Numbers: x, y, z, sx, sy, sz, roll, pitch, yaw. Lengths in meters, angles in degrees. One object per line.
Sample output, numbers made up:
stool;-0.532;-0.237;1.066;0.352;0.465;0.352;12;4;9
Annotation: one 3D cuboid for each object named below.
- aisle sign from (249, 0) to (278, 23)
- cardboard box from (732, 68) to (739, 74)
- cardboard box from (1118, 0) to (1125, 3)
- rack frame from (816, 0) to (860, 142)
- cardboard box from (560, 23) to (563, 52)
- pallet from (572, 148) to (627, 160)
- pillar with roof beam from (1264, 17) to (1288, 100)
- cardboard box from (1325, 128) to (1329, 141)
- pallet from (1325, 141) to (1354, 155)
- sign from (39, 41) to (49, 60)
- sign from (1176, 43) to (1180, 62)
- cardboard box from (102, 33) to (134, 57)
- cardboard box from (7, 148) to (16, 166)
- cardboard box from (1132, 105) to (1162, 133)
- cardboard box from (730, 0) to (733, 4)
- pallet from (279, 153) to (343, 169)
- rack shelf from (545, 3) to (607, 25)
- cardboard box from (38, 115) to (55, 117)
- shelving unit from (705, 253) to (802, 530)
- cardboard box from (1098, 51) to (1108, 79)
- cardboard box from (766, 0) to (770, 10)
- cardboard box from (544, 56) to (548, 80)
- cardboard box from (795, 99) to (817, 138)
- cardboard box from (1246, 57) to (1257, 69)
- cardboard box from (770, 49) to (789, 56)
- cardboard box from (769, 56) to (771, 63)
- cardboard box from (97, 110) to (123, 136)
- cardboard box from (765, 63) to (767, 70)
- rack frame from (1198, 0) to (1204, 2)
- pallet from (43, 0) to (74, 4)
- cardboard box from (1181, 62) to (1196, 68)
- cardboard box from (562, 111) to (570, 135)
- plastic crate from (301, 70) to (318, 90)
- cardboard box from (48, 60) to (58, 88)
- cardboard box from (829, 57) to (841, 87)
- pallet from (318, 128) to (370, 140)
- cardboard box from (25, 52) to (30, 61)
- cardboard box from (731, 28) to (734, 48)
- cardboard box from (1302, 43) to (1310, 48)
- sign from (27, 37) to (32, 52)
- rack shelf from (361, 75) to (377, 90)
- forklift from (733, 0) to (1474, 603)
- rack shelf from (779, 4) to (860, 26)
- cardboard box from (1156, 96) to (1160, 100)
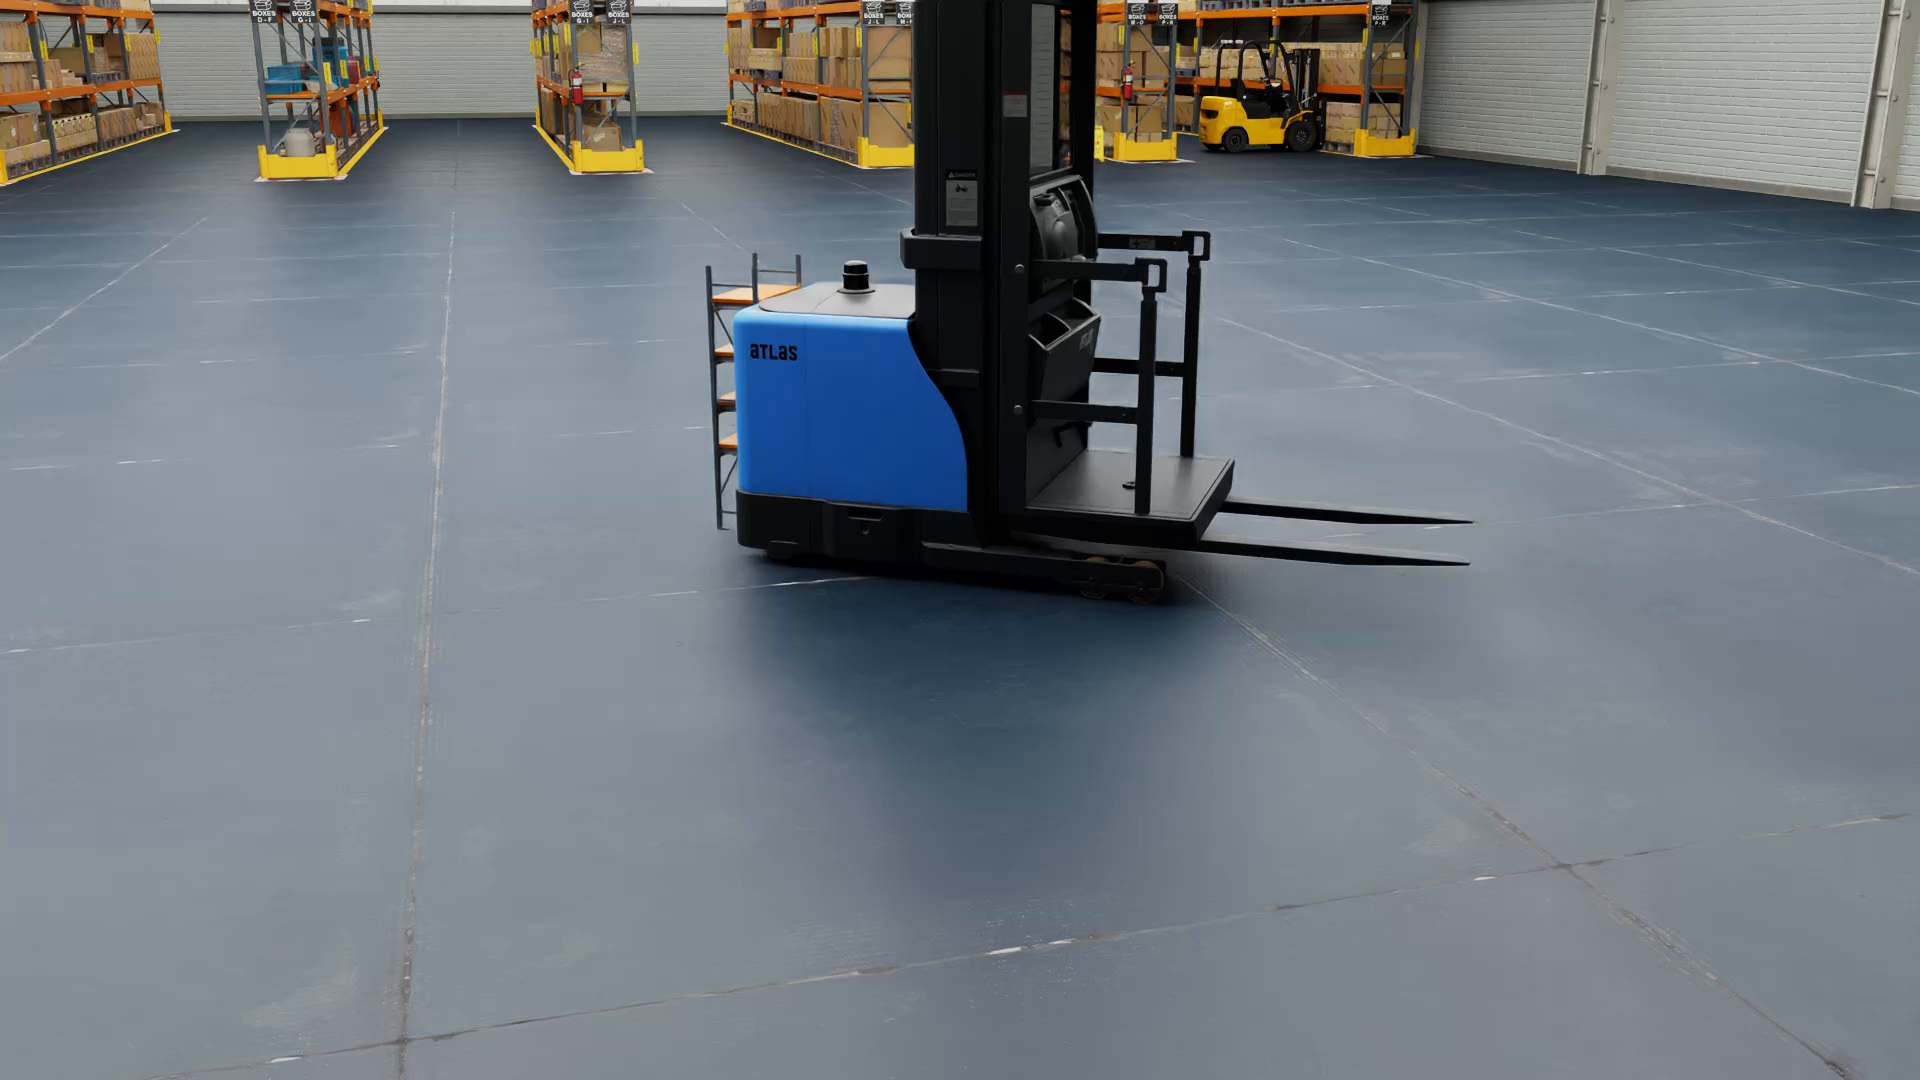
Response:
aisle sign;-11.058;-8.601;26.353;0.394;0.787;0.004;-5;17;-15
cardboard box;-5.724;-12.199;43.288;0.380;0.149;0.250;-5;17;-17
cardboard box;3.131;-9.967;30.643;0.380;0.149;0.250;-5;17;-15
rack frame;-2.333;-9.262;33.071;1.000;3.000;0.127;-5;17;-15
cardboard box;-7.111;-9.284;30.716;0.500;0.500;0.500;-5;17;-15
pallet;-6.572;-7.041;30.525;1.003;0.211;1.213;-5;17;-15
pillar with roof beam;3.157;-13.424;36.501;9.100;9.000;0.400;-5;17;-15
cardboard box;7.581;-8.235;33.702;0.500;0.250;0.500;-5;17;-15
pallet;8.019;-7.841;33.188;1.003;0.211;1.213;-5;17;-15
sign;-16.122;-8.612;29.266;0.100;0.325;0.005;-5;17;-15
sign;4.020;-9.032;30.802;0.100;0.325;0.005;-5;17;-15
cardboard box;-18.713;-11.008;36.971;0.500;0.500;0.500;-4;17;-14
cardboard box;-15.631;-6.197;26.918;0.500;0.250;0.500;-5;17;-15
cardboard box;3.535;-8.070;31.848;0.500;0.500;0.500;-5;18;-17
cardboard box;-5.615;-13.899;42.686;0.500;0.250;0.500;-5;17;-16
pallet;-11.408;-6.643;29.201;1.003;0.211;1.213;-5;17;-15
rack shelf;-7.679;-10.543;33.372;1.077;0.370;4.000;-5;17;-15
cardboard box;-17.741;-8.062;32.152;0.500;0.311;0.500;-5;17;-17
shelving unit;-0.922;-0.683;7.639;0.258;1.200;0.503;5;17;17
cardboard box;2.951;-9.032;31.616;0.500;0.500;0.500;-5;17;-15
cardboard box;-4.117;-12.266;37.686;0.500;0.500;0.500;-5;17;-15
cardboard box;-9.166;-10.734;37.798;0.500;0.500;0.500;-5;17;-17
cardboard box;-2.851;-8.817;34.772;1.050;0.750;0.750;-5;17;-15
cardboard box;6.641;-10.499;36.583;0.500;0.250;0.500;-5;17;-17
cardboard box;-4.007;-10.833;36.975;0.380;0.149;0.250;-5;18;-17
cardboard box;-4.080;-10.766;37.268;0.380;0.149;0.250;-4;17;-13
cardboard box;-18.036;-8.811;35.152;0.500;0.500;0.500;-5;18;-17
cardboard box;-4.212;-10.758;37.760;0.380;0.149;0.250;-5;17;-16
rack frame;6.071;-14.054;38.597;1.000;3.000;0.127;-5;17;-15
pallet;-17.172;-10.078;30.903;1.003;0.211;1.213;-4;17;-13
cardboard box;5.522;-11.413;39.940;0.380;0.149;0.250;-4;17;-14
cardboard box;-8.025;-8.834;35.227;0.700;0.500;0.500;-6;18;-18
plastic crate;-11.870;-8.321;30.048;0.767;0.338;0.504;-5;17;-15
cardboard box;-17.133;-8.661;30.898;0.500;0.500;0.500;-5;17;-15
cardboard box;-2.012;-8.923;31.684;0.875;0.550;0.550;-5;17;-15
pallet;-13.918;-9.167;37.602;1.003;0.211;1.213;-5;17;-15
cardboard box;-16.309;-8.347;28.725;0.380;0.149;0.250;-5;17;-16
cardboard box;-5.618;-12.966;42.974;0.500;0.500;0.500;-4;17;-14
cardboard box;7.280;-10.180;34.309;0.380;0.149;0.250;-5;17;-16
sign;-18.274;-9.693;32.631;0.100;0.325;0.005;-5;17;-15
rack shelf;-14.640;-10.928;39.867;1.077;0.370;4.000;-5;17;-15
forklift;0.615;-1.323;6.761;3.031;2.935;1.130;5;17;17
rack shelf;-2.882;-10.907;34.585;1.077;0.370;4.000;-5;17;-15
cardboard box;5.168;-11.194;41.992;0.380;0.149;0.250;-5;17;-15
